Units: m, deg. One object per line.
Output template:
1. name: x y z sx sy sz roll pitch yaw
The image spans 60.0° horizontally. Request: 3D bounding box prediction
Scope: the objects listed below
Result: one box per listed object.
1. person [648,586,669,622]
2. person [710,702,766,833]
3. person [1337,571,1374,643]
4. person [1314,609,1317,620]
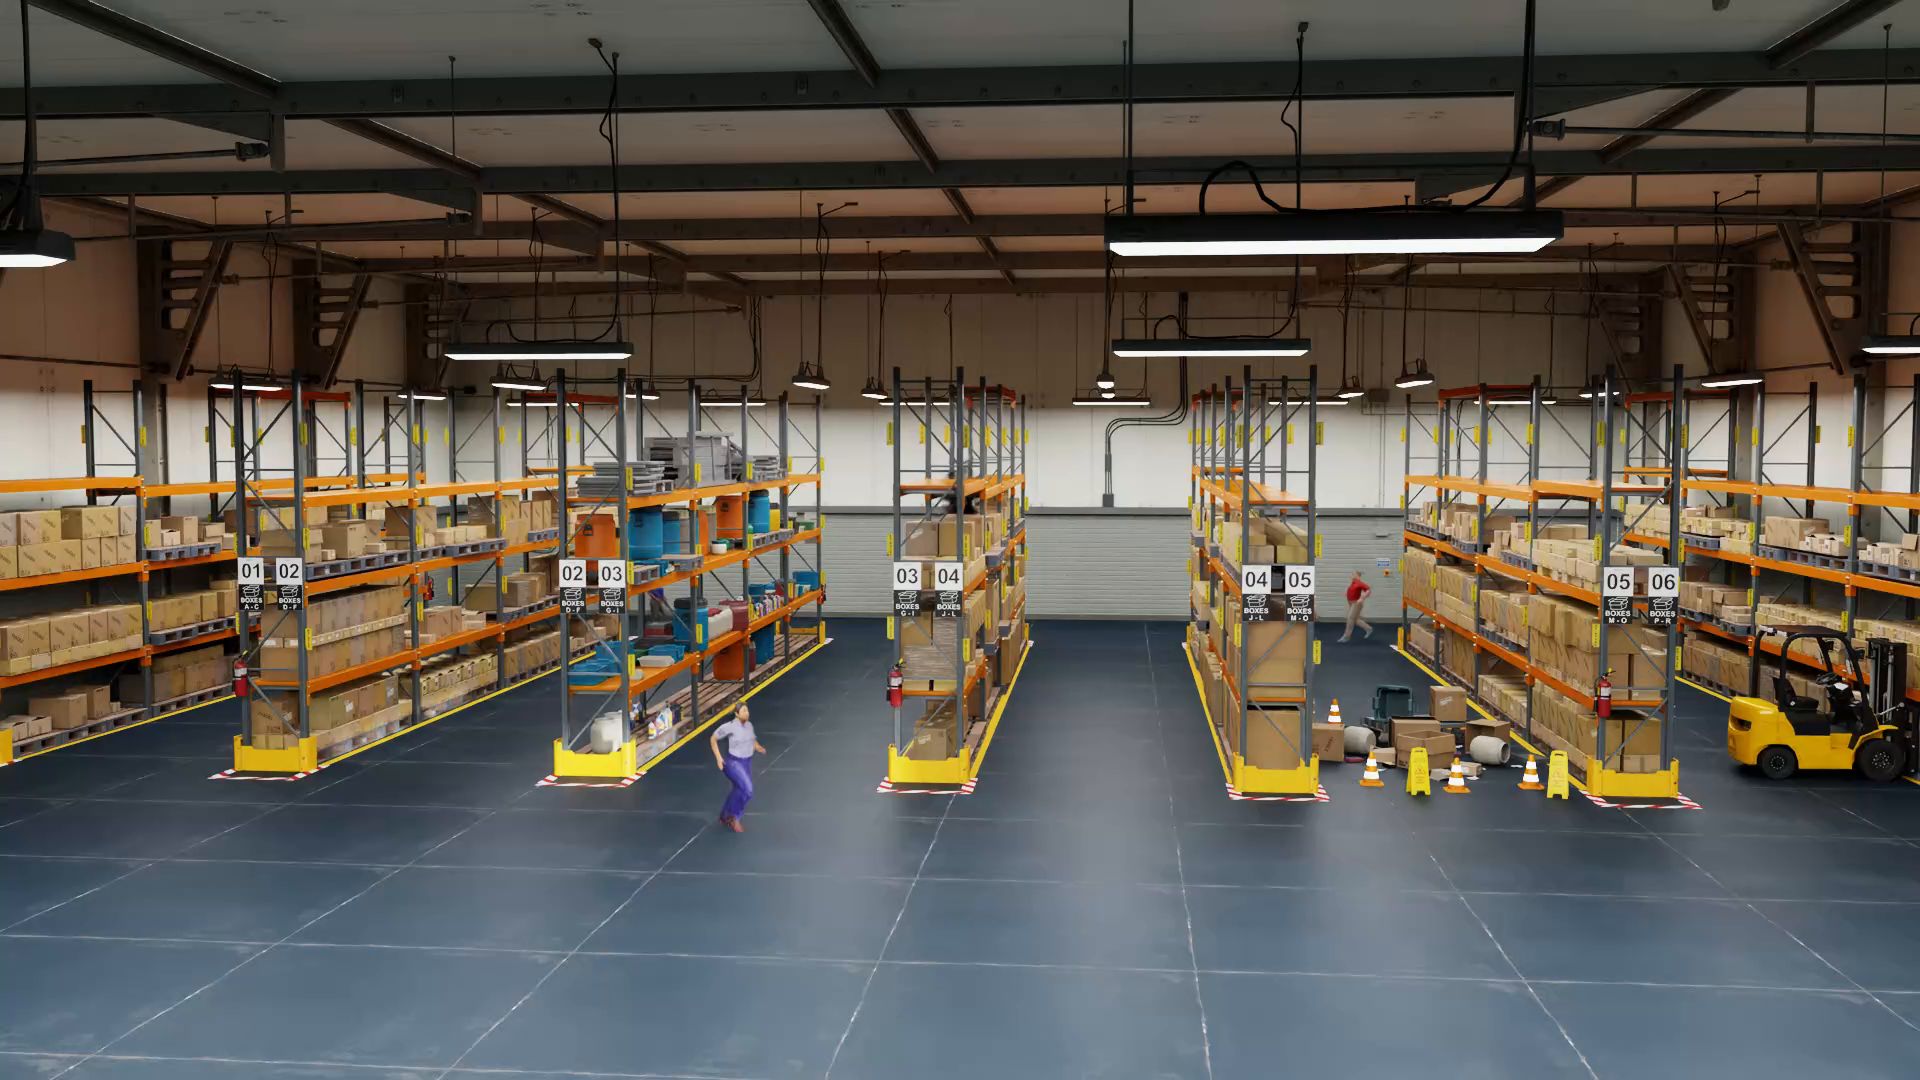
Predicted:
1. person: -7.626 1.617 41.756 0.772 1.685 0.640 3 5 40
2. person: -2.791 2.880 21.074 0.765 1.655 0.573 2 4 30
3. person: 9.631 1.616 40.456 0.972 1.731 0.643 0 4 -5
4. person: 7.384 1.978 35.551 0.565 1.631 0.779 0 4 -3
